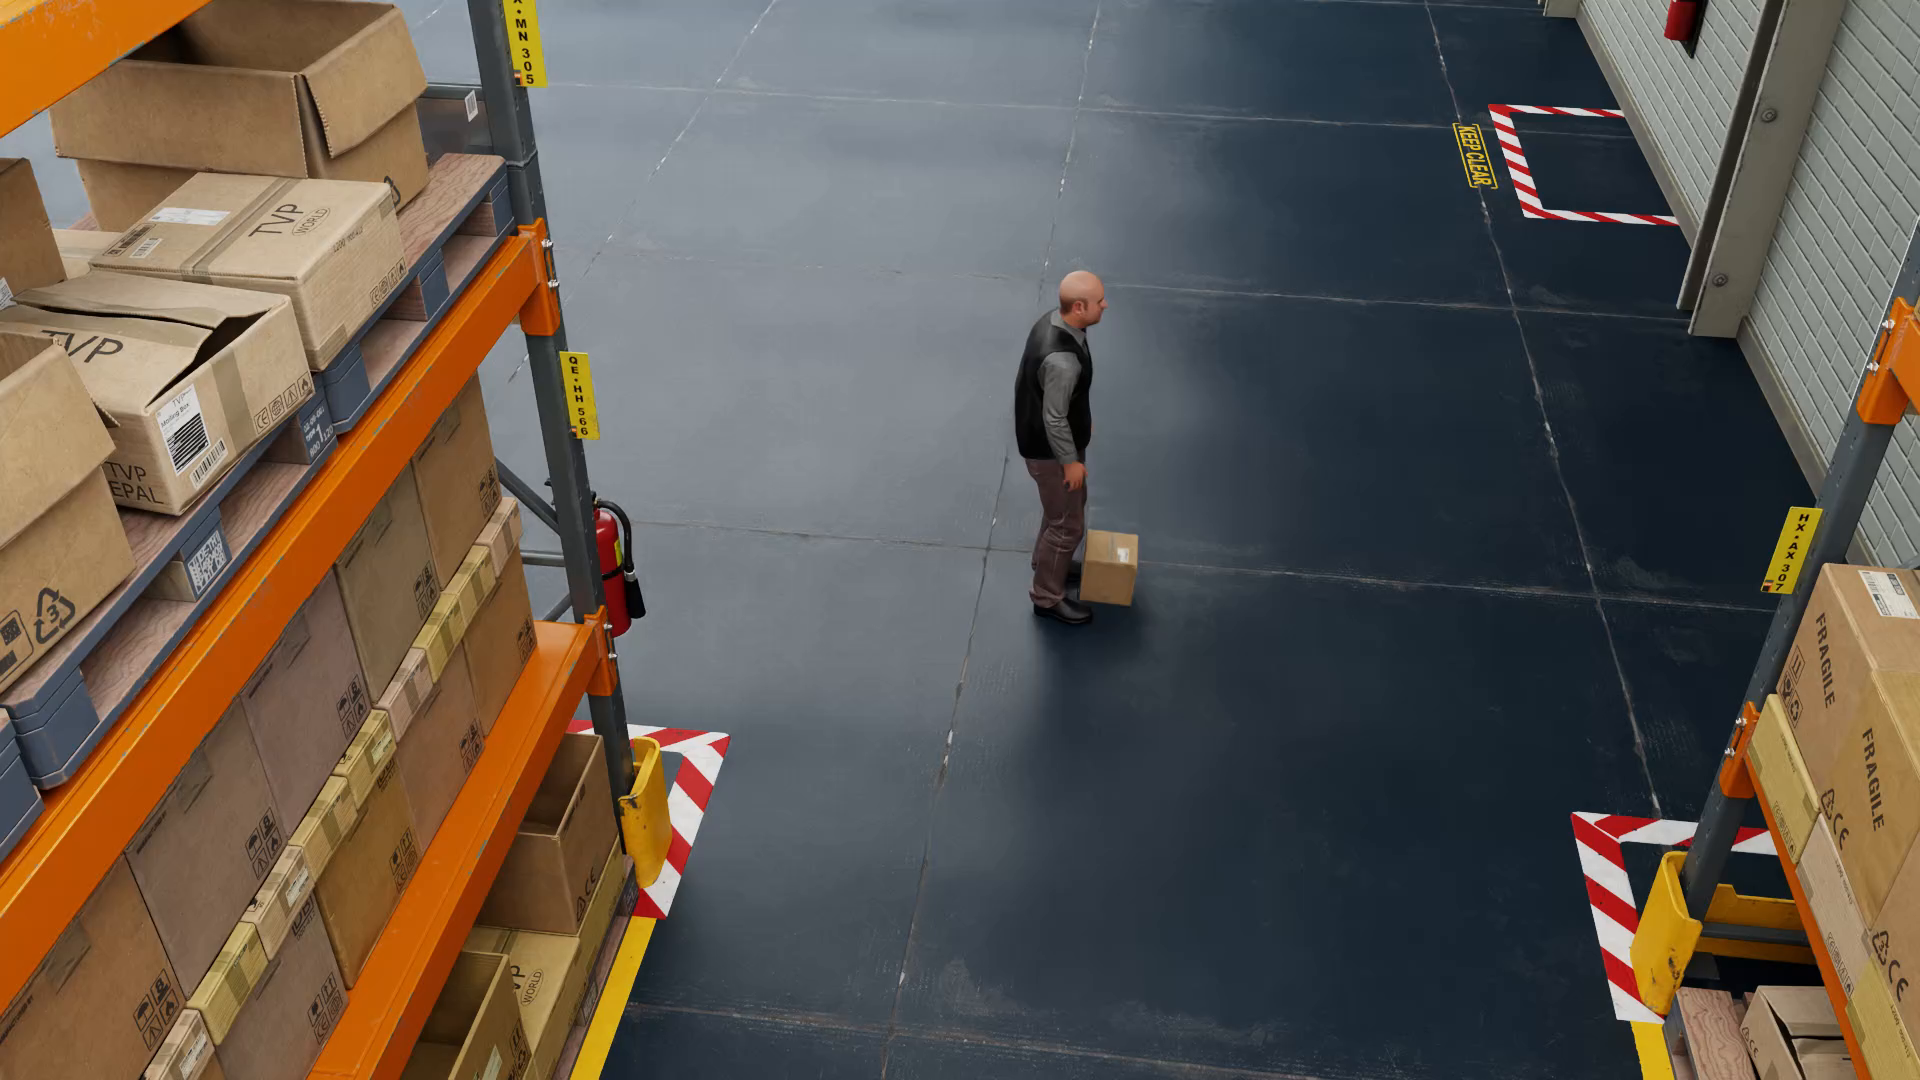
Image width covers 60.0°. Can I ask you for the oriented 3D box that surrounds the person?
[{"bbox_3d":[0.455,-0.452,7.685,0.420,1.722,0.569,3,36,4],"label":"person"}]
